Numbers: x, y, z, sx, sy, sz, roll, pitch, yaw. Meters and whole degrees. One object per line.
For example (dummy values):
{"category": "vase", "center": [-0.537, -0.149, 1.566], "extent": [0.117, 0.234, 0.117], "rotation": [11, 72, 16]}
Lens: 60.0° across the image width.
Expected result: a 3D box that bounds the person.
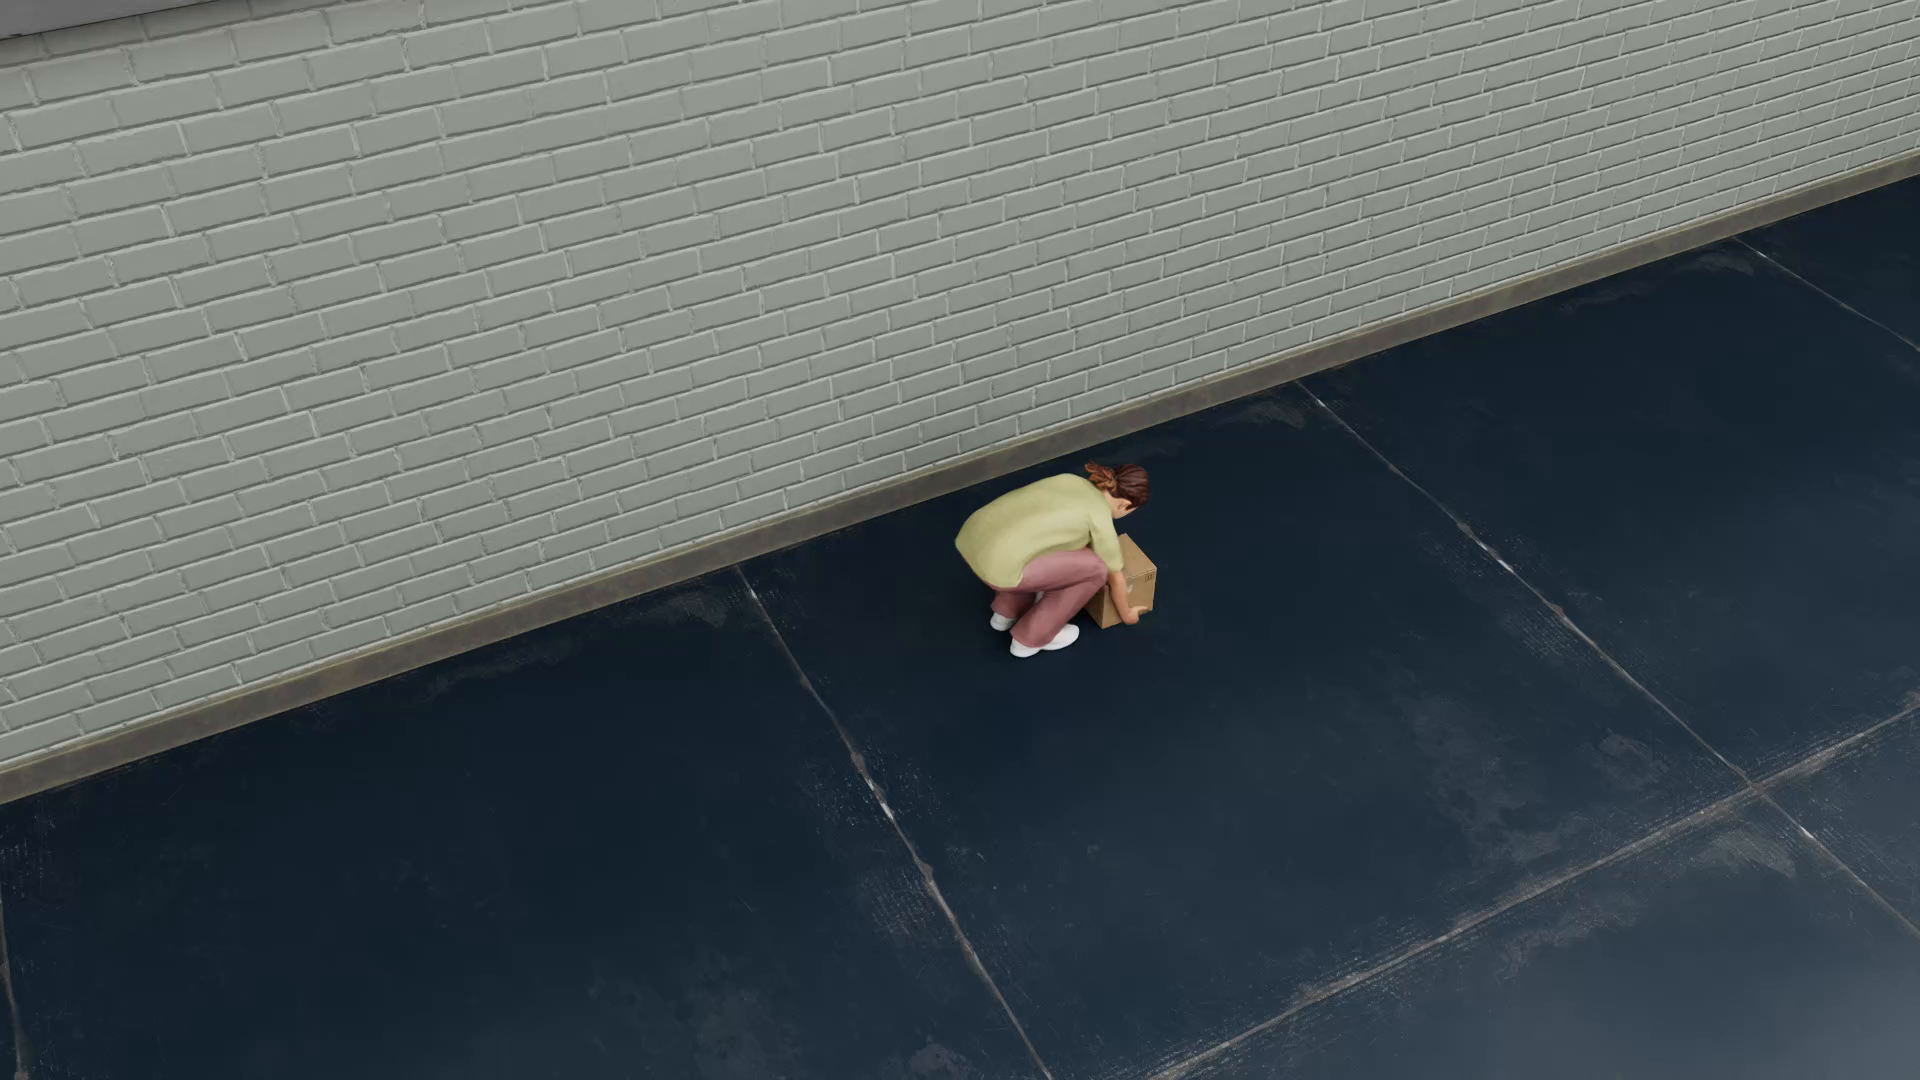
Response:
{"category": "person", "center": [0.396, 0.077, 6.801], "extent": [0.866, 0.743, 0.440], "rotation": [-20, 45, -21]}
